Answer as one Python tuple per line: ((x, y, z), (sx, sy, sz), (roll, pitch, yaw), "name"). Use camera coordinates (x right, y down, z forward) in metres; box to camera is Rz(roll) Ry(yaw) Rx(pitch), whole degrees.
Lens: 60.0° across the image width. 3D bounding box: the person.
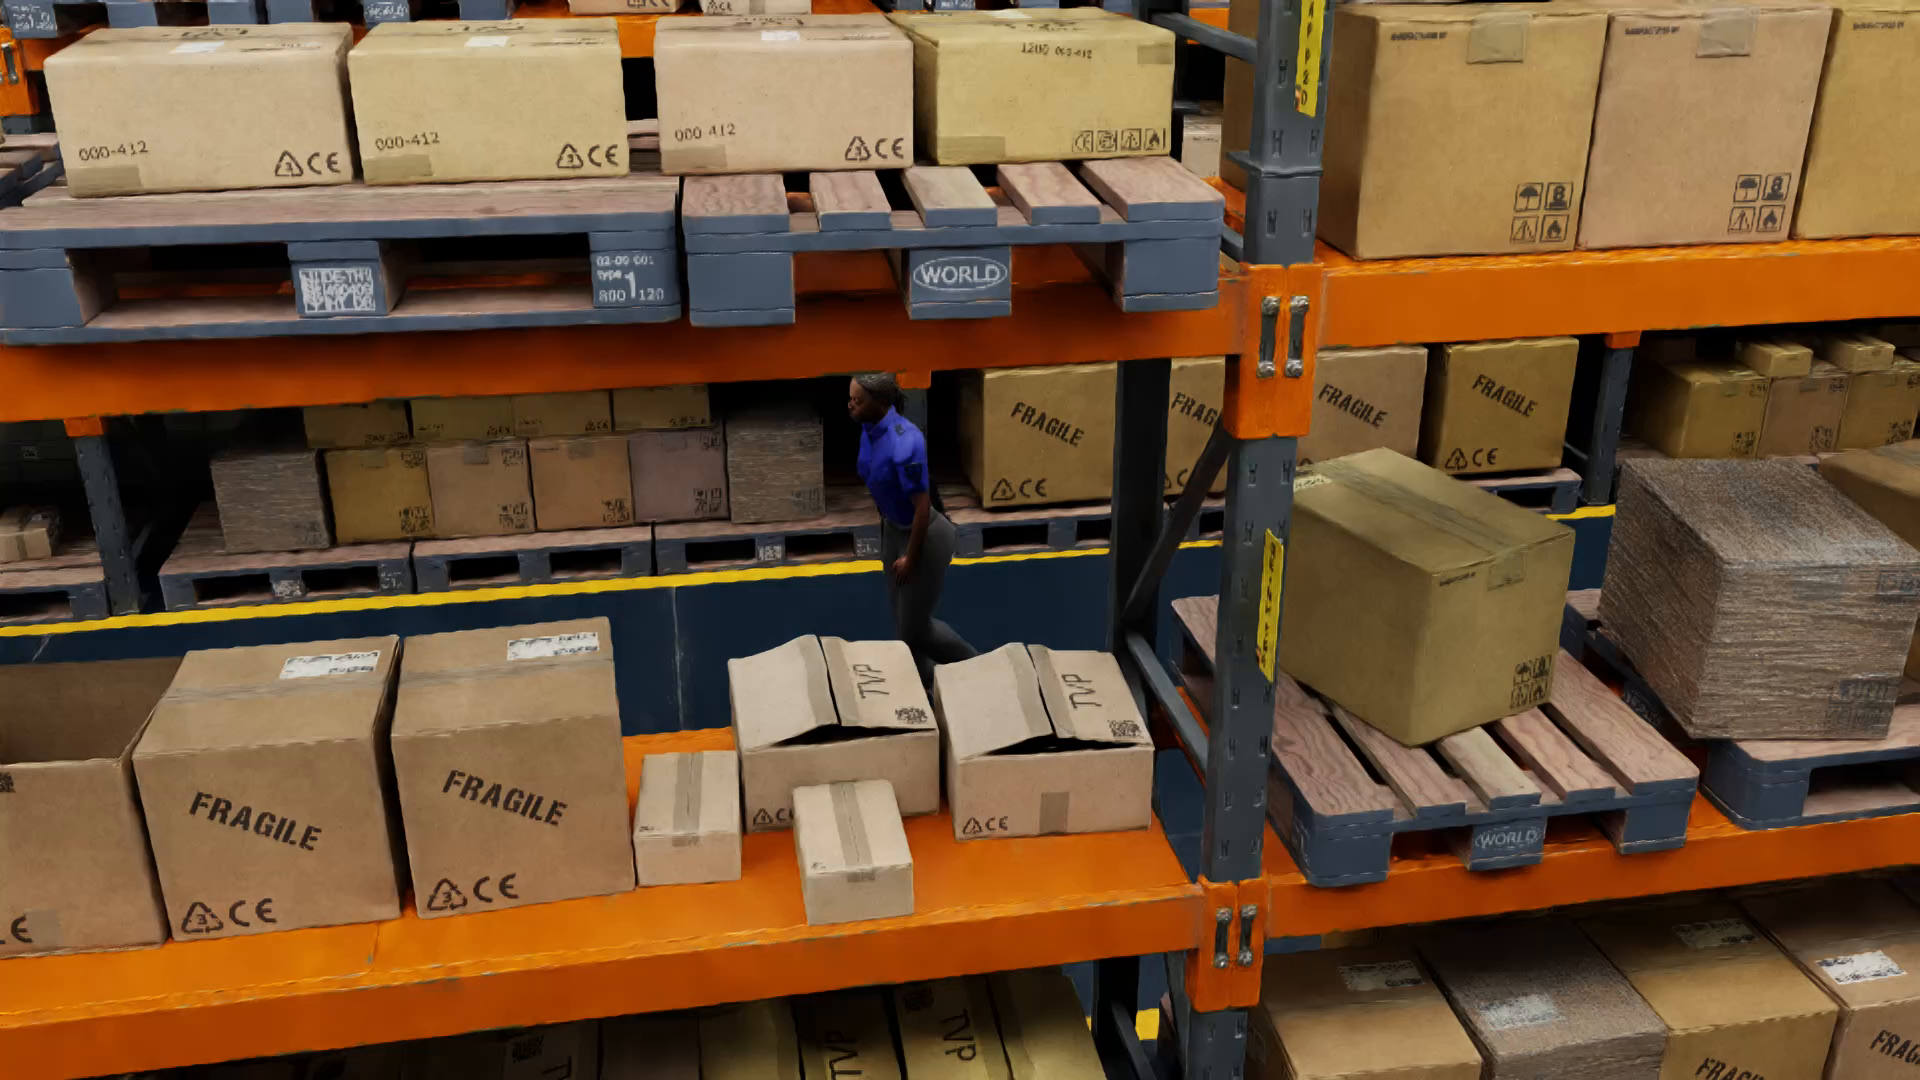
((-0.184, 0.002, 7.131), (0.615, 1.635, 0.448), (-13, 26, -27), "person")
